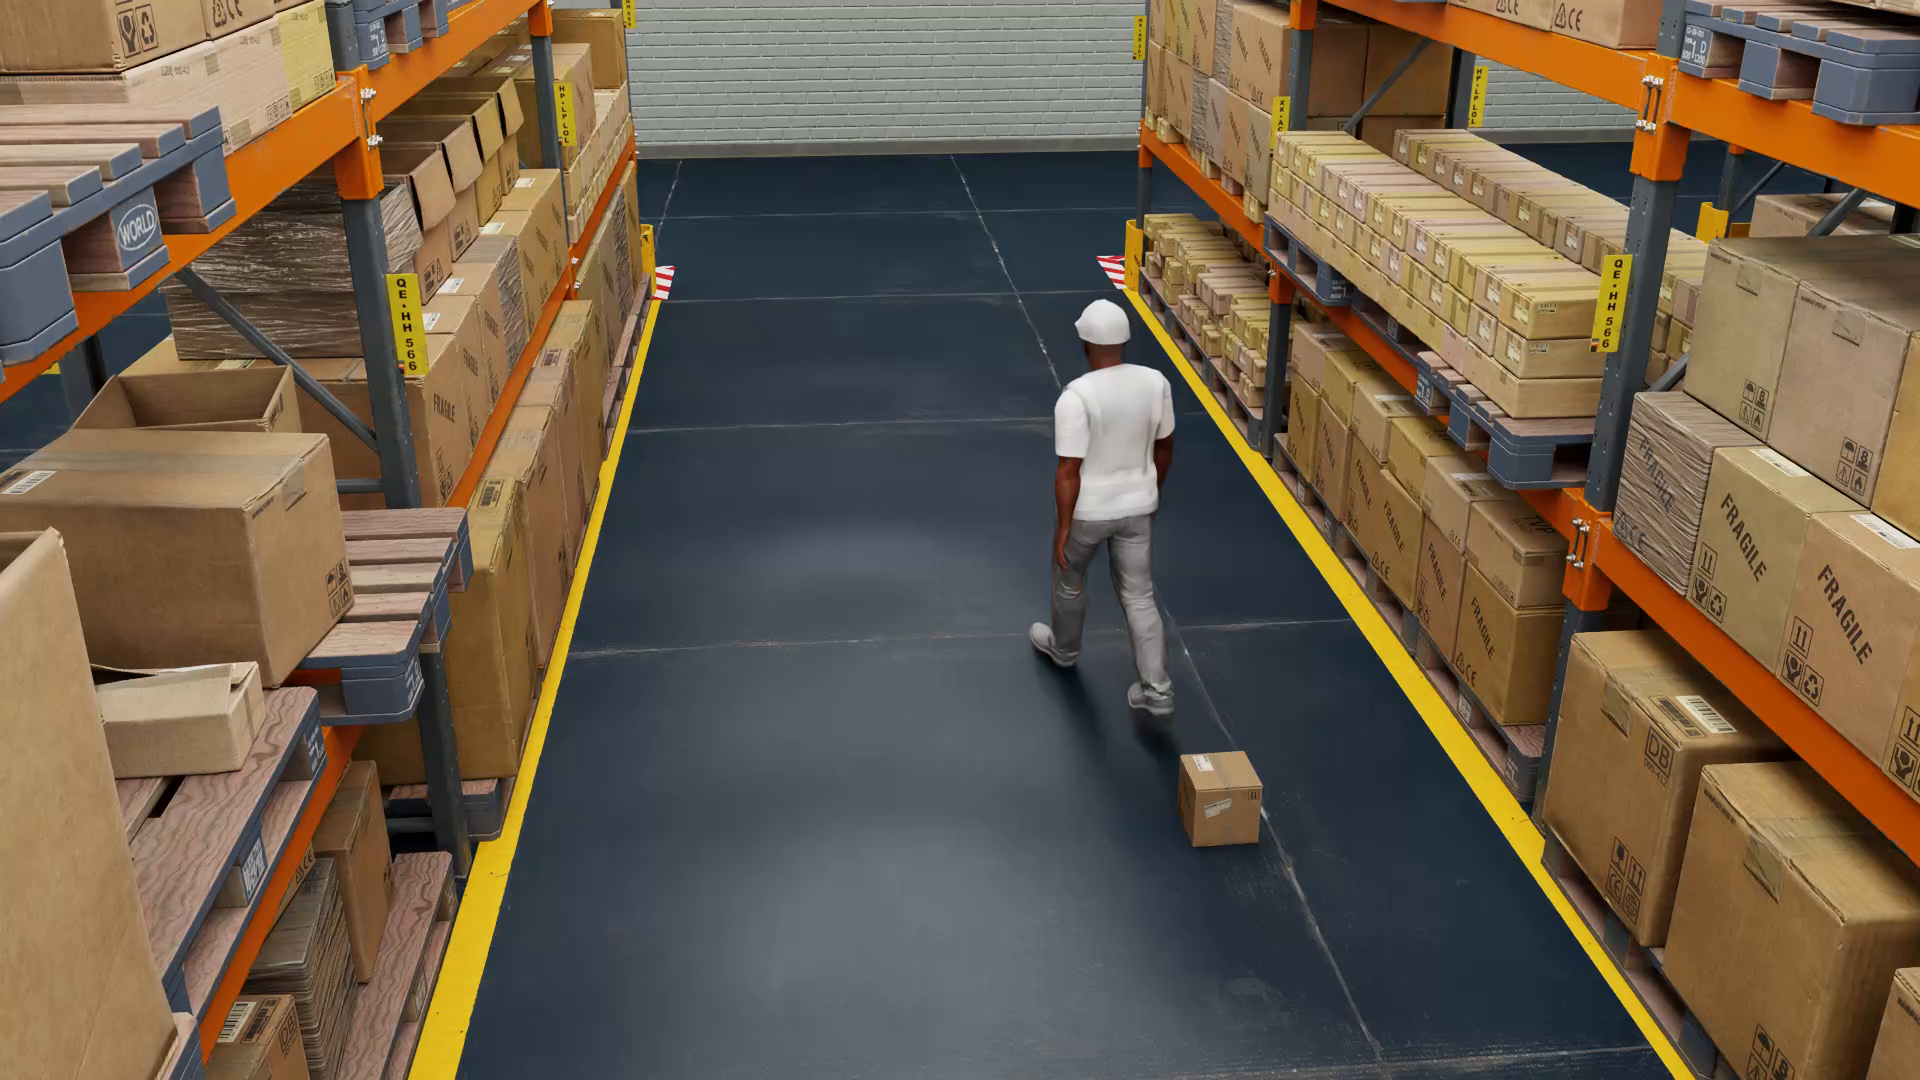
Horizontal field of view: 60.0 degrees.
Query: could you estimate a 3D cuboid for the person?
[{"bbox_3d":[0.630,-0.141,6.920,0.597,1.725,1.045,-9,25,-19],"label":"person"}]
